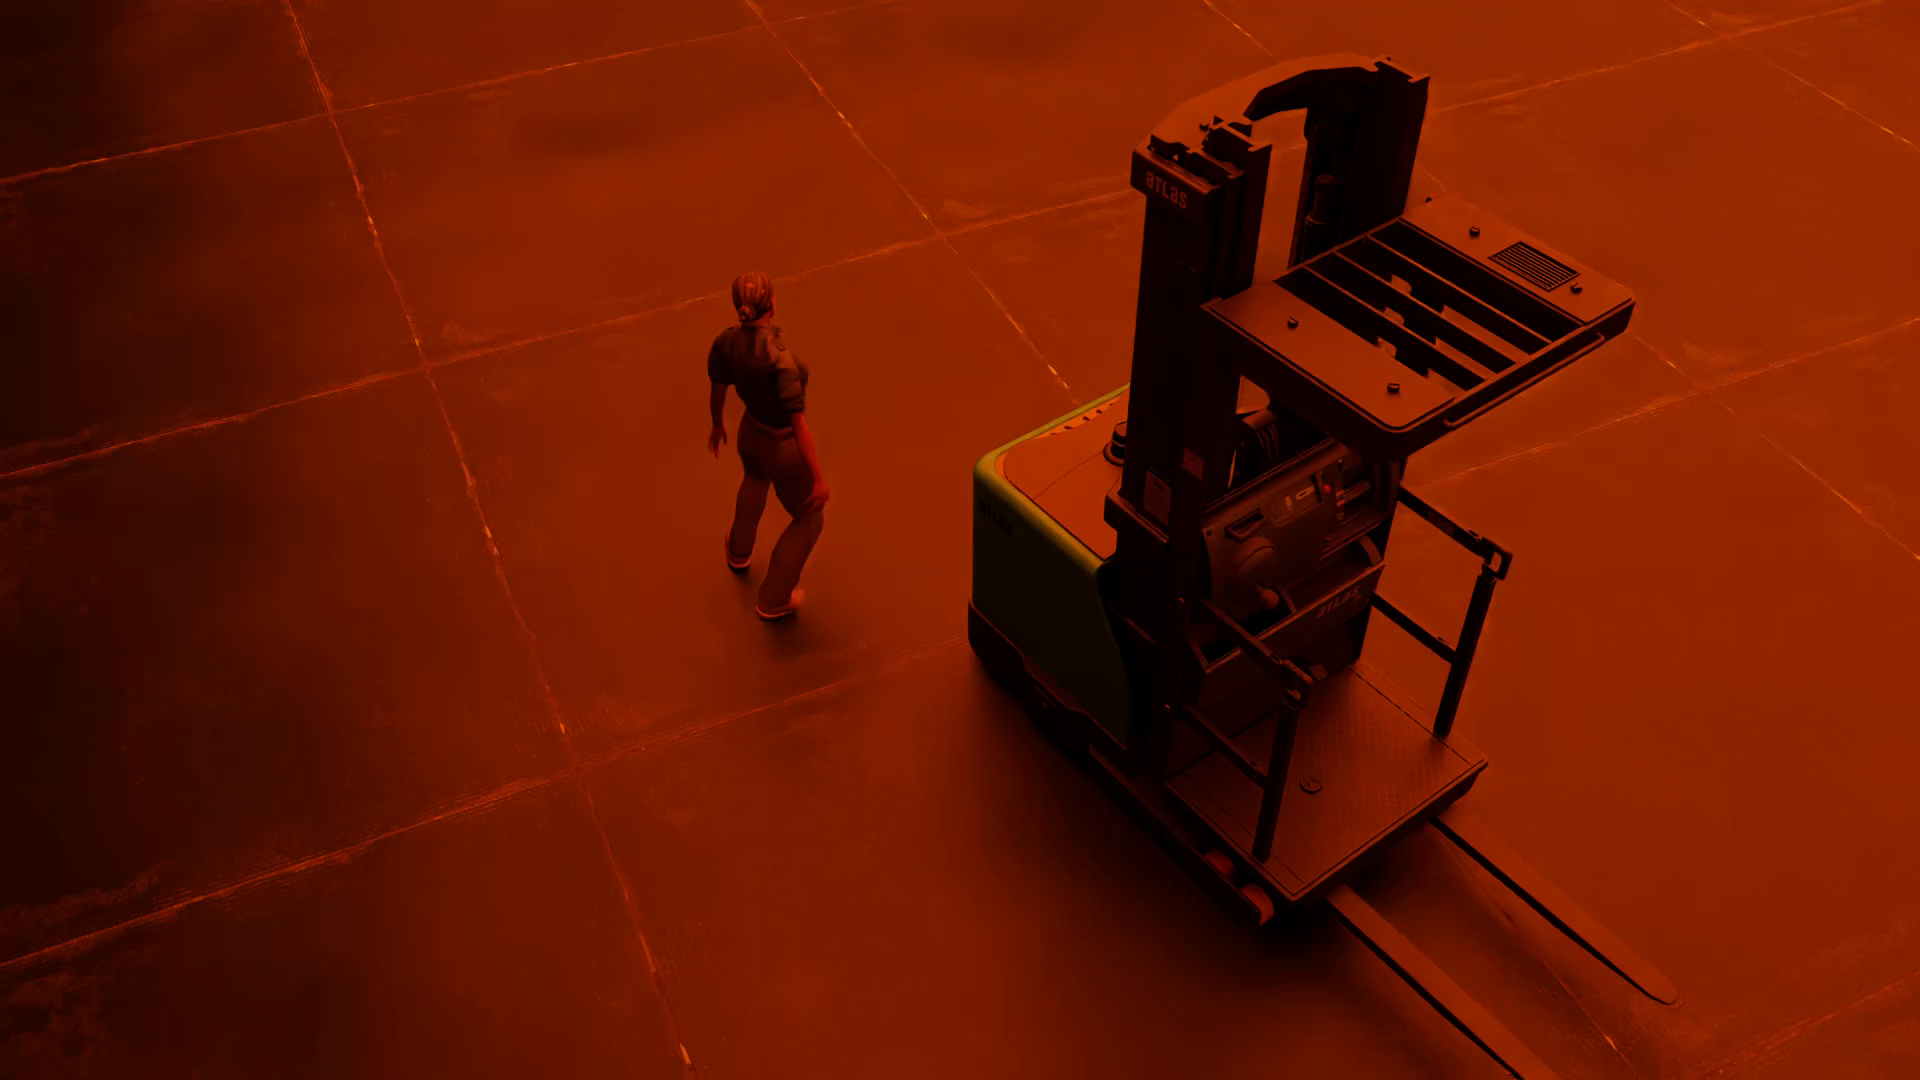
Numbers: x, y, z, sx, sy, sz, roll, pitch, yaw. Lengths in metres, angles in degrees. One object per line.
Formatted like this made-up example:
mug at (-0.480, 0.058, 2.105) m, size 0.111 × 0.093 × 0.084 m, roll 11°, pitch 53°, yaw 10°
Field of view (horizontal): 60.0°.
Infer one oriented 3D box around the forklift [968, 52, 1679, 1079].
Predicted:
forklift at (1.327, -0.001, 5.681) m, size 1.130 × 2.935 × 3.031 m, roll -27°, pitch 50°, yaw -26°

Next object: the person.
person at (-0.837, -0.373, 7.103) m, size 0.818 × 1.636 × 0.460 m, roll 34°, pitch 53°, yaw 31°
